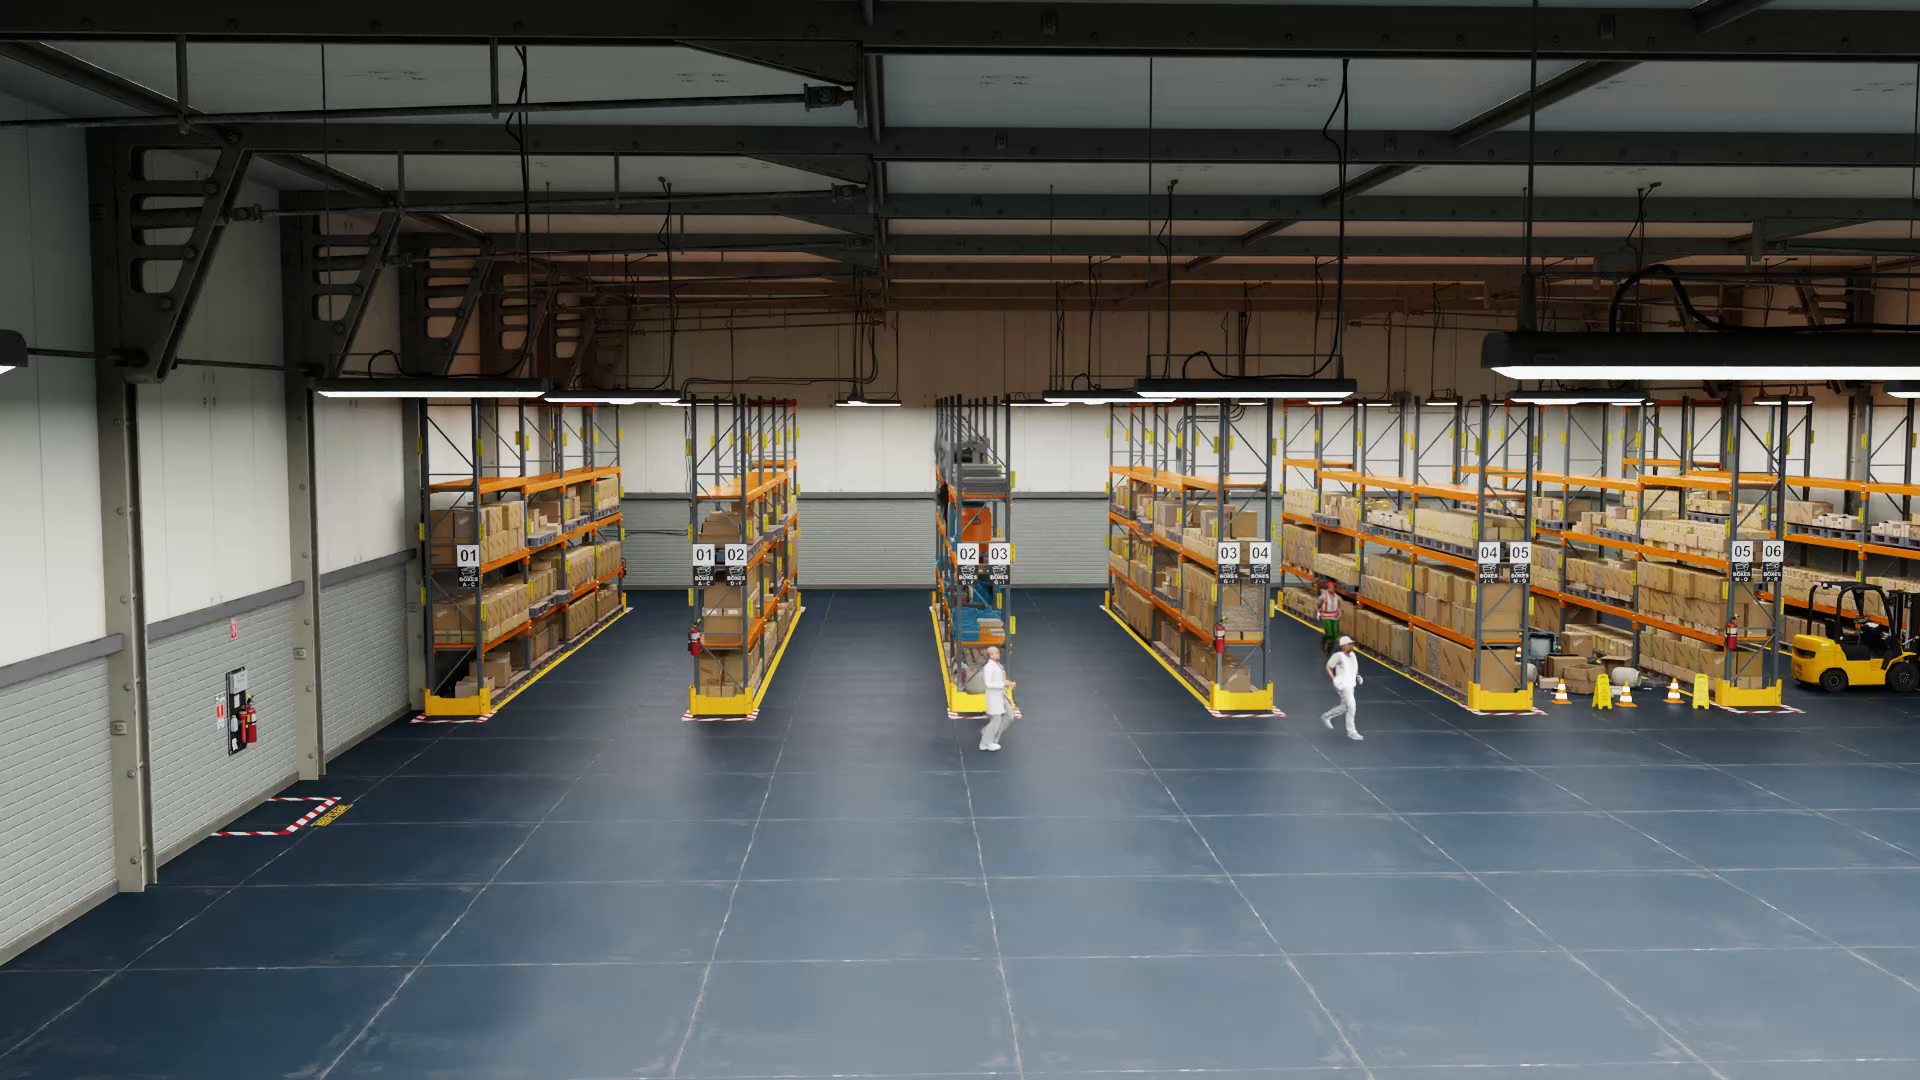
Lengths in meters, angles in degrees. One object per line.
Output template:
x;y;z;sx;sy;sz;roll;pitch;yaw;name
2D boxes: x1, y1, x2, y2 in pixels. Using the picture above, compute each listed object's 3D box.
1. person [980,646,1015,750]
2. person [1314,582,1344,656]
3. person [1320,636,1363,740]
0.653;2.700;27.815;0.673;1.679;0.694;2;5;22;person
8.560;1.834;38.346;0.651;1.743;0.585;-1;5;-9;person
6.684;2.560;29.072;0.888;1.780;0.692;4;6;41;person
